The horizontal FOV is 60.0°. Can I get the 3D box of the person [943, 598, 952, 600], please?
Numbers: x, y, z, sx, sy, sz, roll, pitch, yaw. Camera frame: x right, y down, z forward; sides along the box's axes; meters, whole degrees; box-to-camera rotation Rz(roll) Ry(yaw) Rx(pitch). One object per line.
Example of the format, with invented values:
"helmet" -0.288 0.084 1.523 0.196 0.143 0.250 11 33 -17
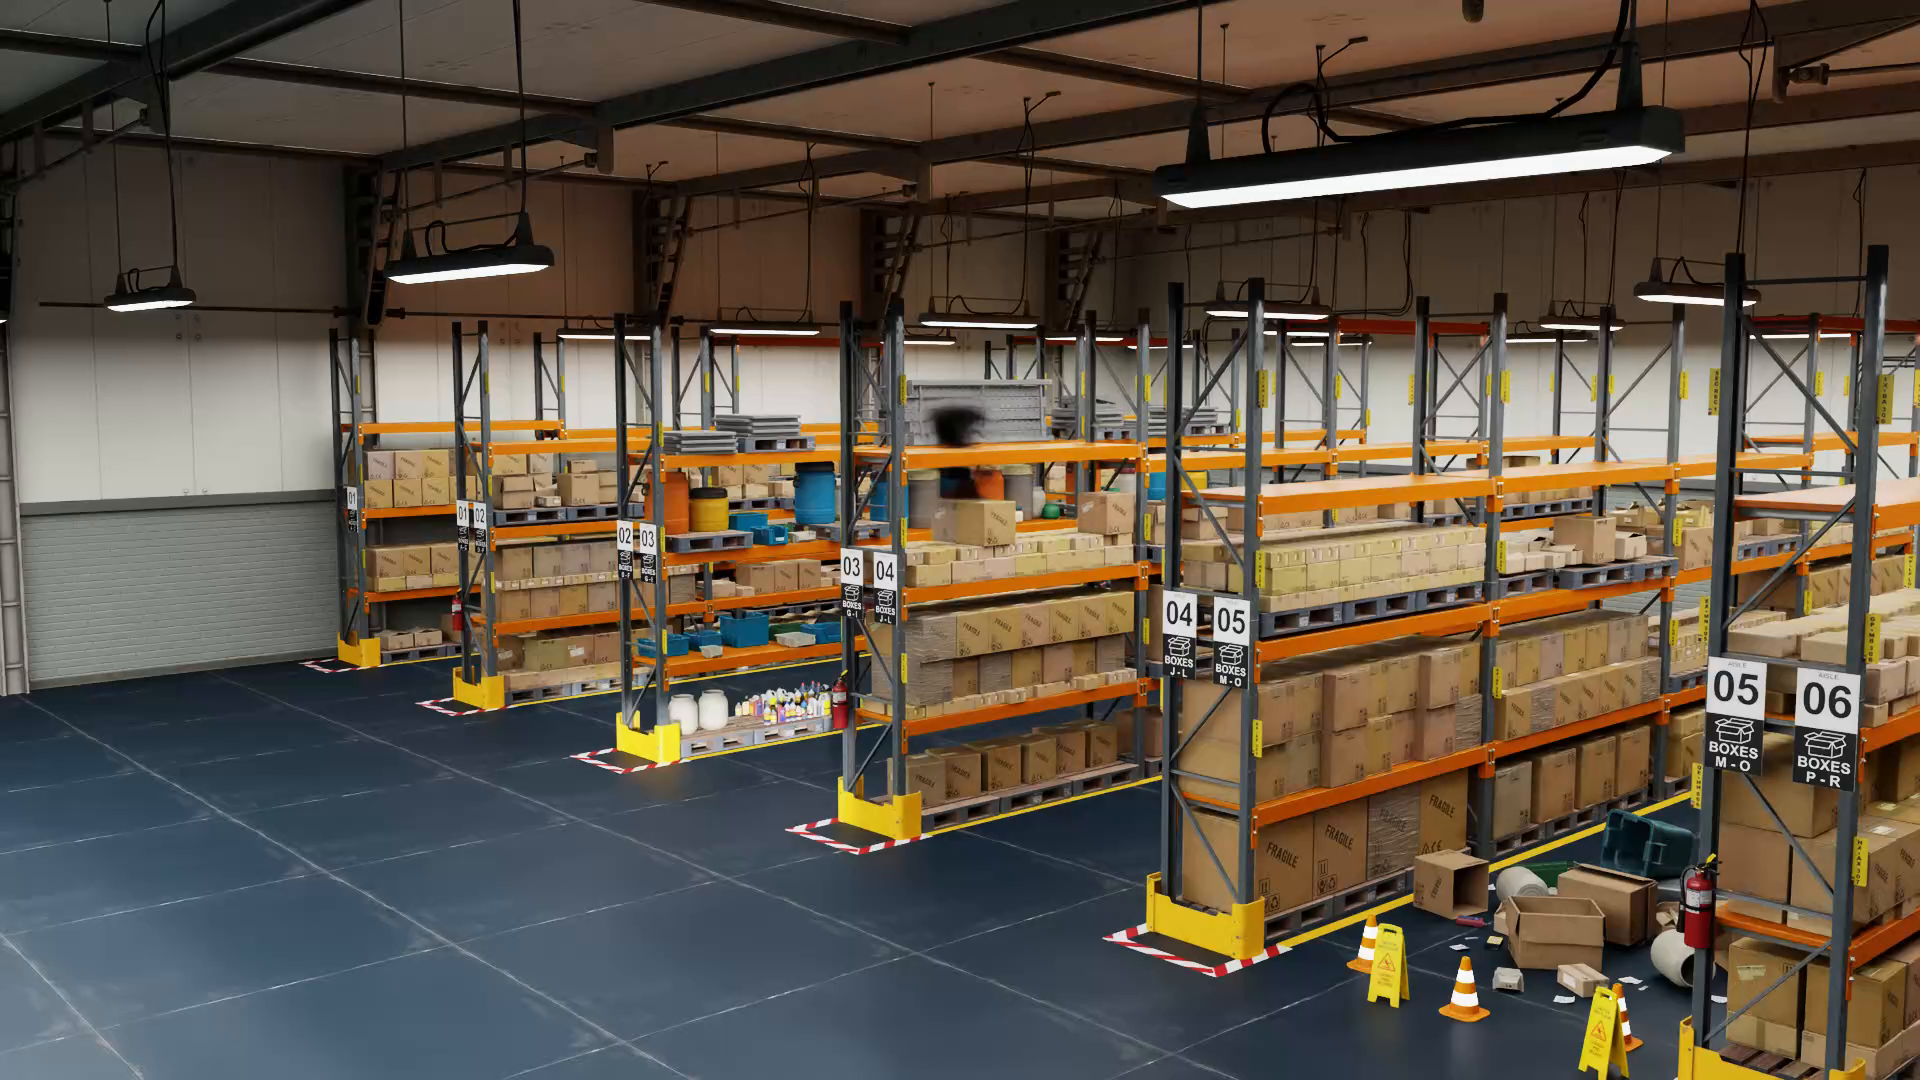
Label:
"person" -0.204 1.312 30.438 0.692 1.708 0.746 3 7 31
